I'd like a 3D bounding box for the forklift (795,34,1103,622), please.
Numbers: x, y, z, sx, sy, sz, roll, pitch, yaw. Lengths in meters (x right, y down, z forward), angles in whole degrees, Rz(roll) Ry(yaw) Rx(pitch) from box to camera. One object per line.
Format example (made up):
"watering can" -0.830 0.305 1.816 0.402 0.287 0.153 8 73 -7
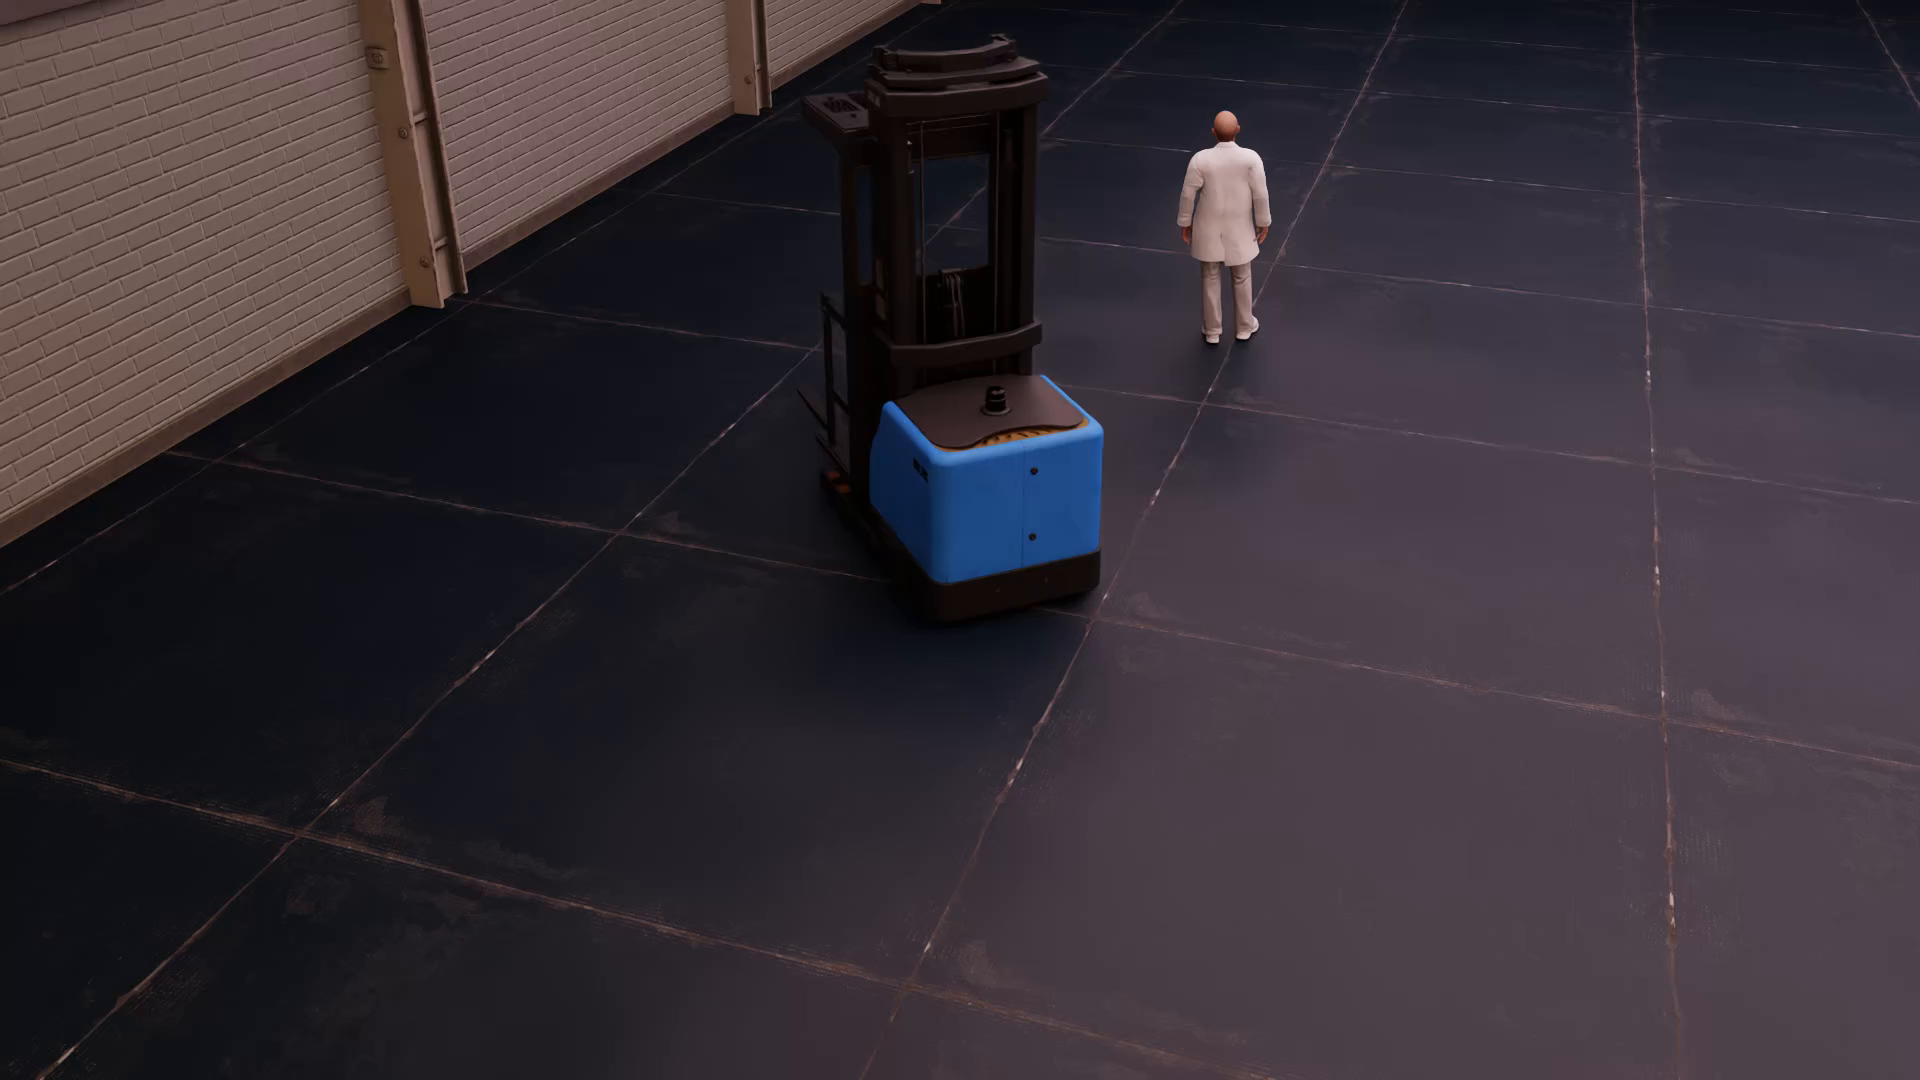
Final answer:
"forklift" -0.243 -1.535 9.829 1.130 2.935 3.031 -12 32 -20

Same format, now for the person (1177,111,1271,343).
"person" 1.972 -2.355 12.417 0.694 1.776 0.581 6 30 10
